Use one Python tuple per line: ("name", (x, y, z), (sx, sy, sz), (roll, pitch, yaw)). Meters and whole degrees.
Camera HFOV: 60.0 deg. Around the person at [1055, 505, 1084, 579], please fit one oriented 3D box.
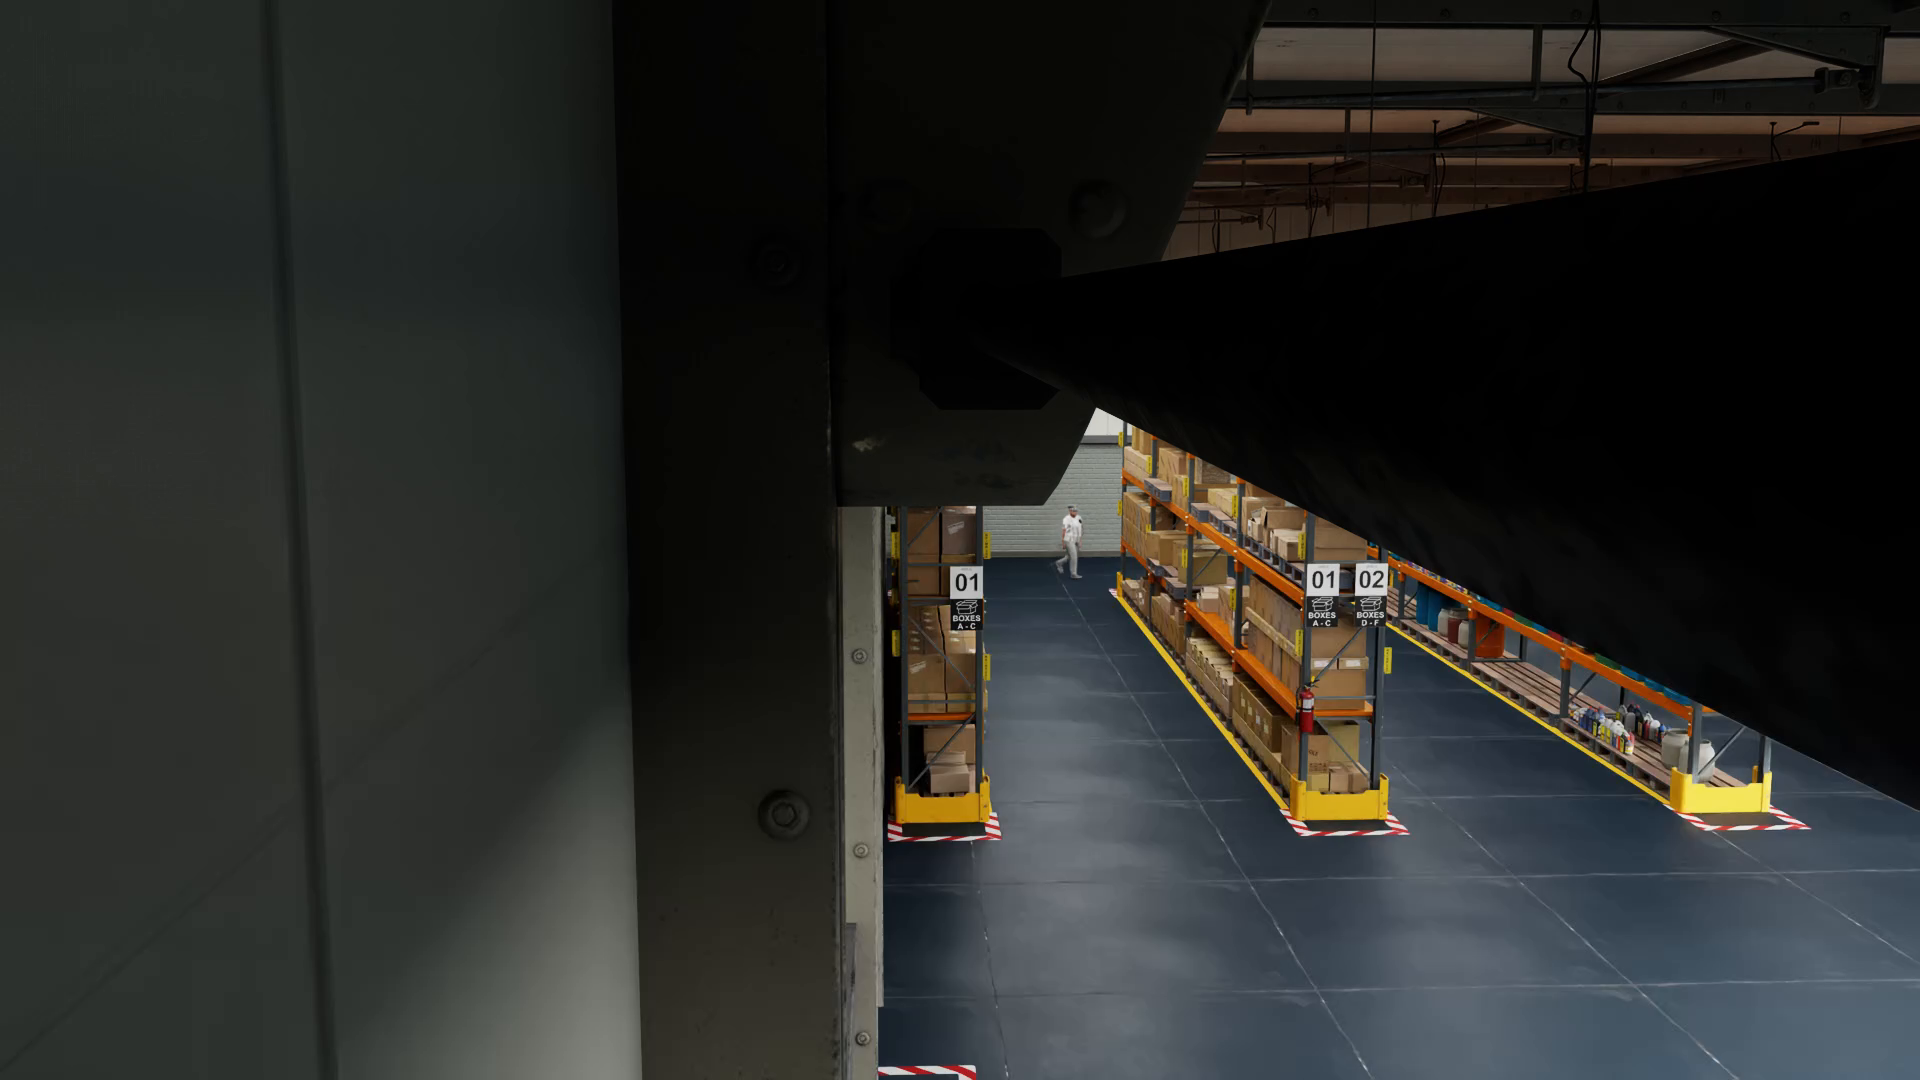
("person", (2.565, 0.005, 38.862), (0.879, 1.723, 0.529), (6, 10, 37))
